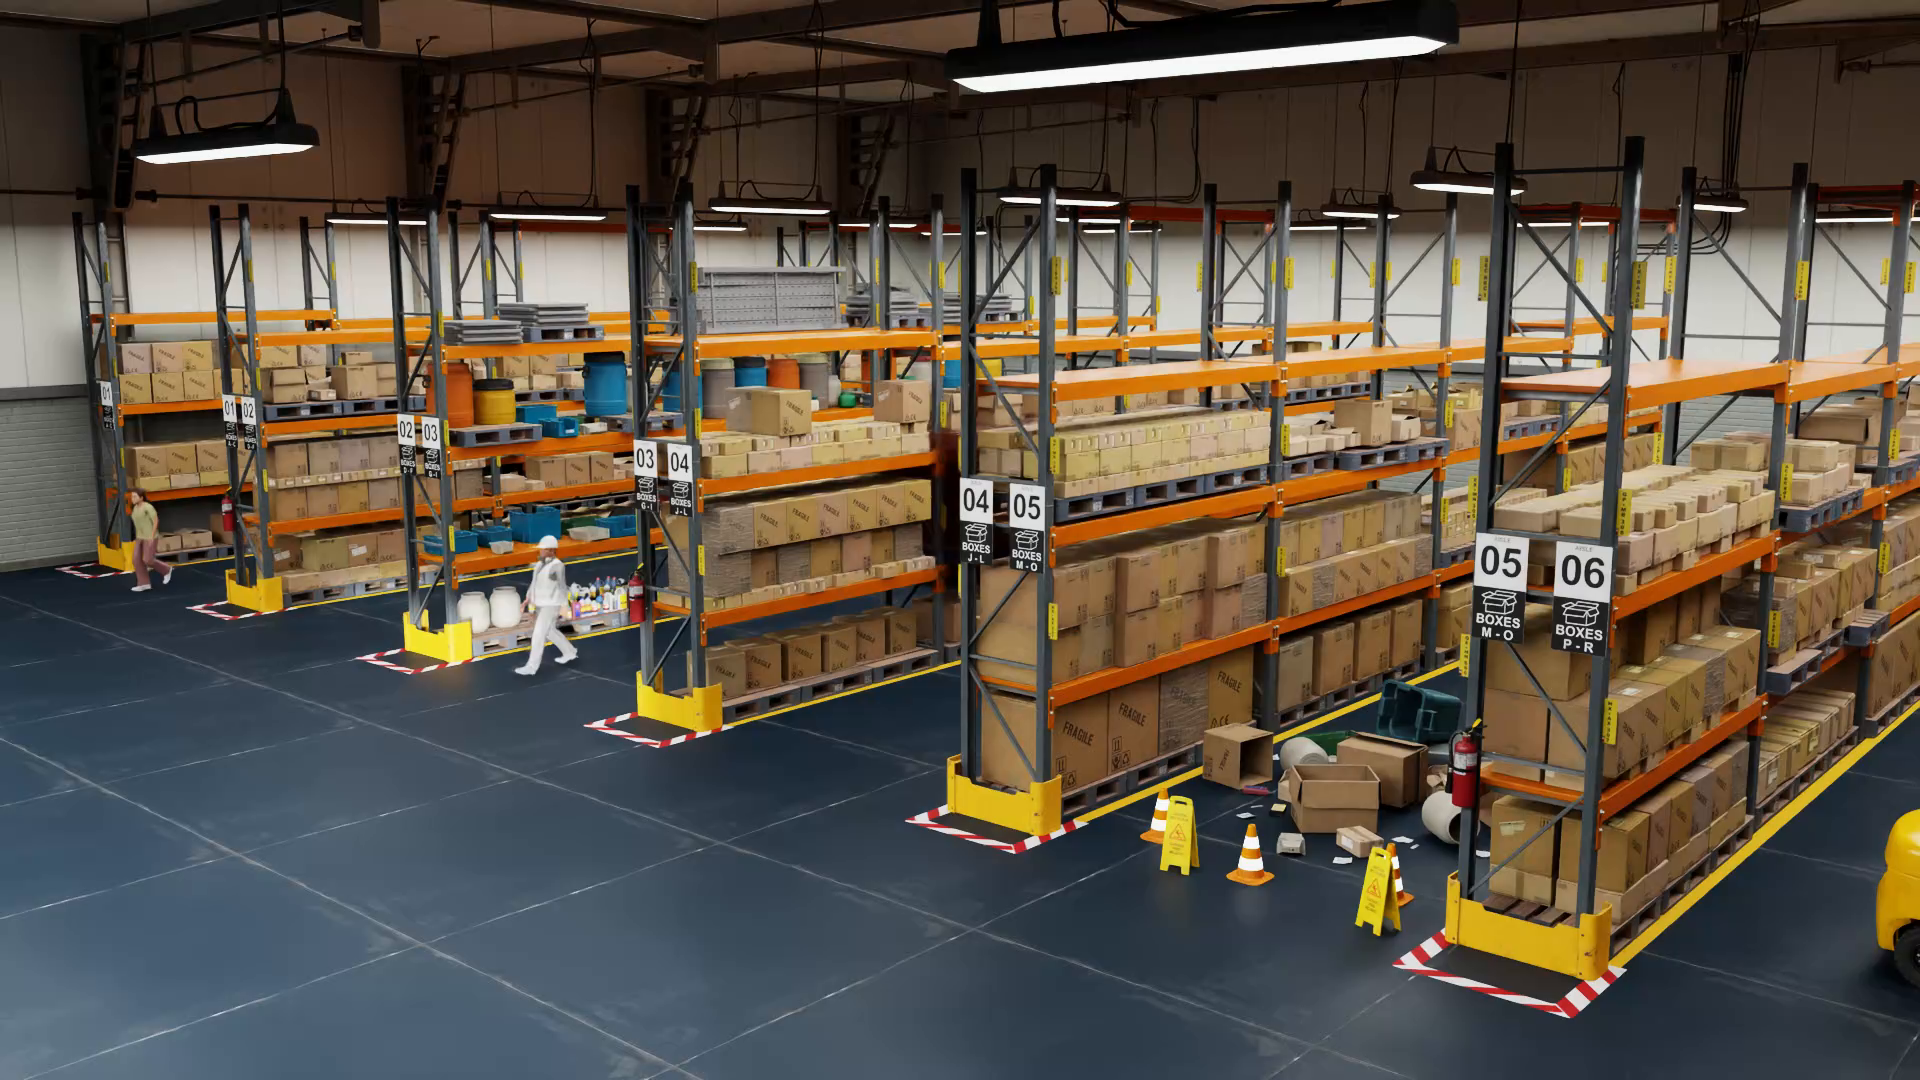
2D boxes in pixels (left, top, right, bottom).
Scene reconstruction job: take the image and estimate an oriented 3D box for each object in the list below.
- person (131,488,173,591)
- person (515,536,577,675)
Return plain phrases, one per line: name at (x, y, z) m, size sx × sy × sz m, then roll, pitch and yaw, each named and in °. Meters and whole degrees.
person at (-12.923, -0.029, 26.516) m, size 0.535 × 1.654 × 0.639 m, roll 5°, pitch 11°, yaw 27°
person at (-5.305, 0.809, 21.150) m, size 0.979 × 1.738 × 0.562 m, roll -9°, pitch 13°, yaw -43°
